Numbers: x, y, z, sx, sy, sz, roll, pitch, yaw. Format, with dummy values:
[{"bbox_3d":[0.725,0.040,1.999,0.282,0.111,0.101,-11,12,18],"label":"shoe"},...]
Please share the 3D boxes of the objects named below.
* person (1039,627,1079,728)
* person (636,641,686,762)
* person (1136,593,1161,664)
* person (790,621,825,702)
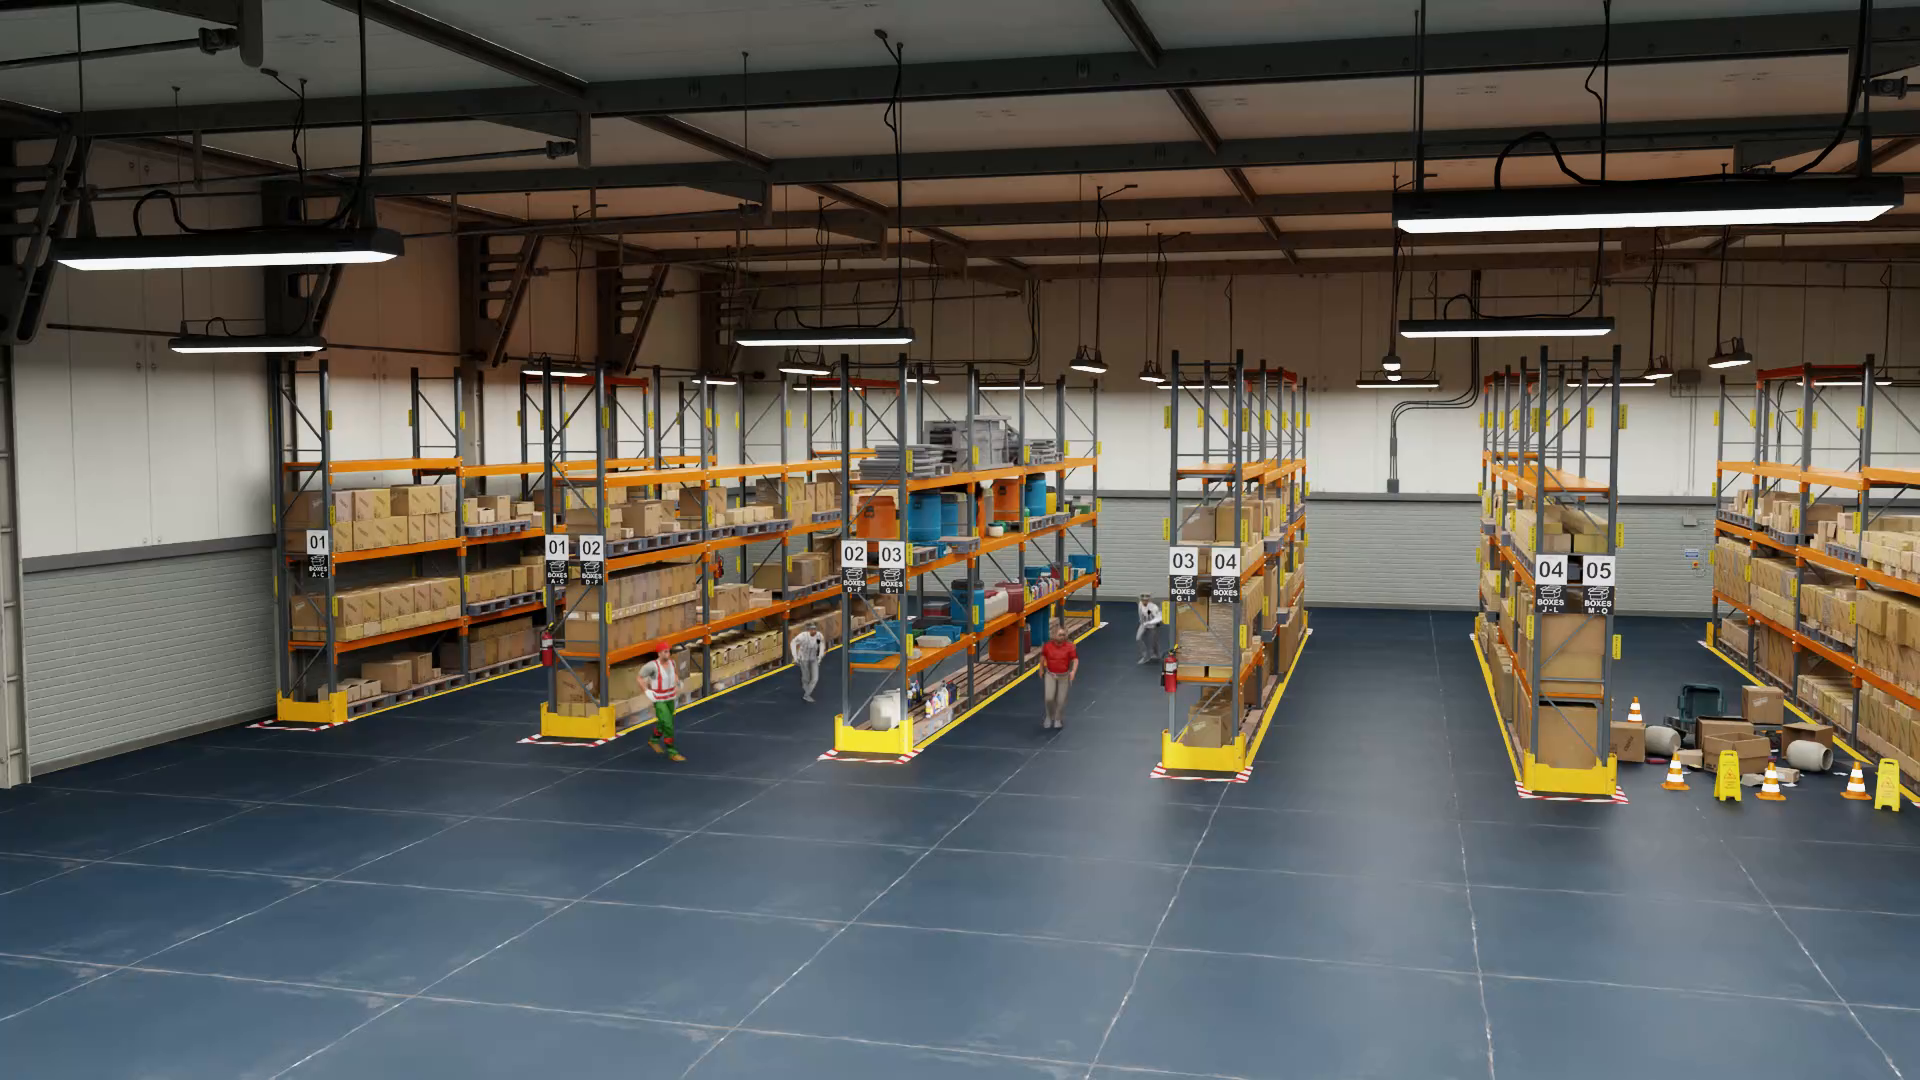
[{"bbox_3d":[1.592,2.228,26.769,0.639,1.677,0.801,0,4,2],"label":"person"},{"bbox_3d":[-4.435,2.349,24.433,0.885,1.758,0.675,4,6,44],"label":"person"},{"bbox_3d":[3.910,1.780,34.093,0.629,1.470,1.027,2,5,30],"label":"person"},{"bbox_3d":[-2.725,2.147,29.607,0.635,1.482,0.863,-1,4,-18],"label":"person"}]
